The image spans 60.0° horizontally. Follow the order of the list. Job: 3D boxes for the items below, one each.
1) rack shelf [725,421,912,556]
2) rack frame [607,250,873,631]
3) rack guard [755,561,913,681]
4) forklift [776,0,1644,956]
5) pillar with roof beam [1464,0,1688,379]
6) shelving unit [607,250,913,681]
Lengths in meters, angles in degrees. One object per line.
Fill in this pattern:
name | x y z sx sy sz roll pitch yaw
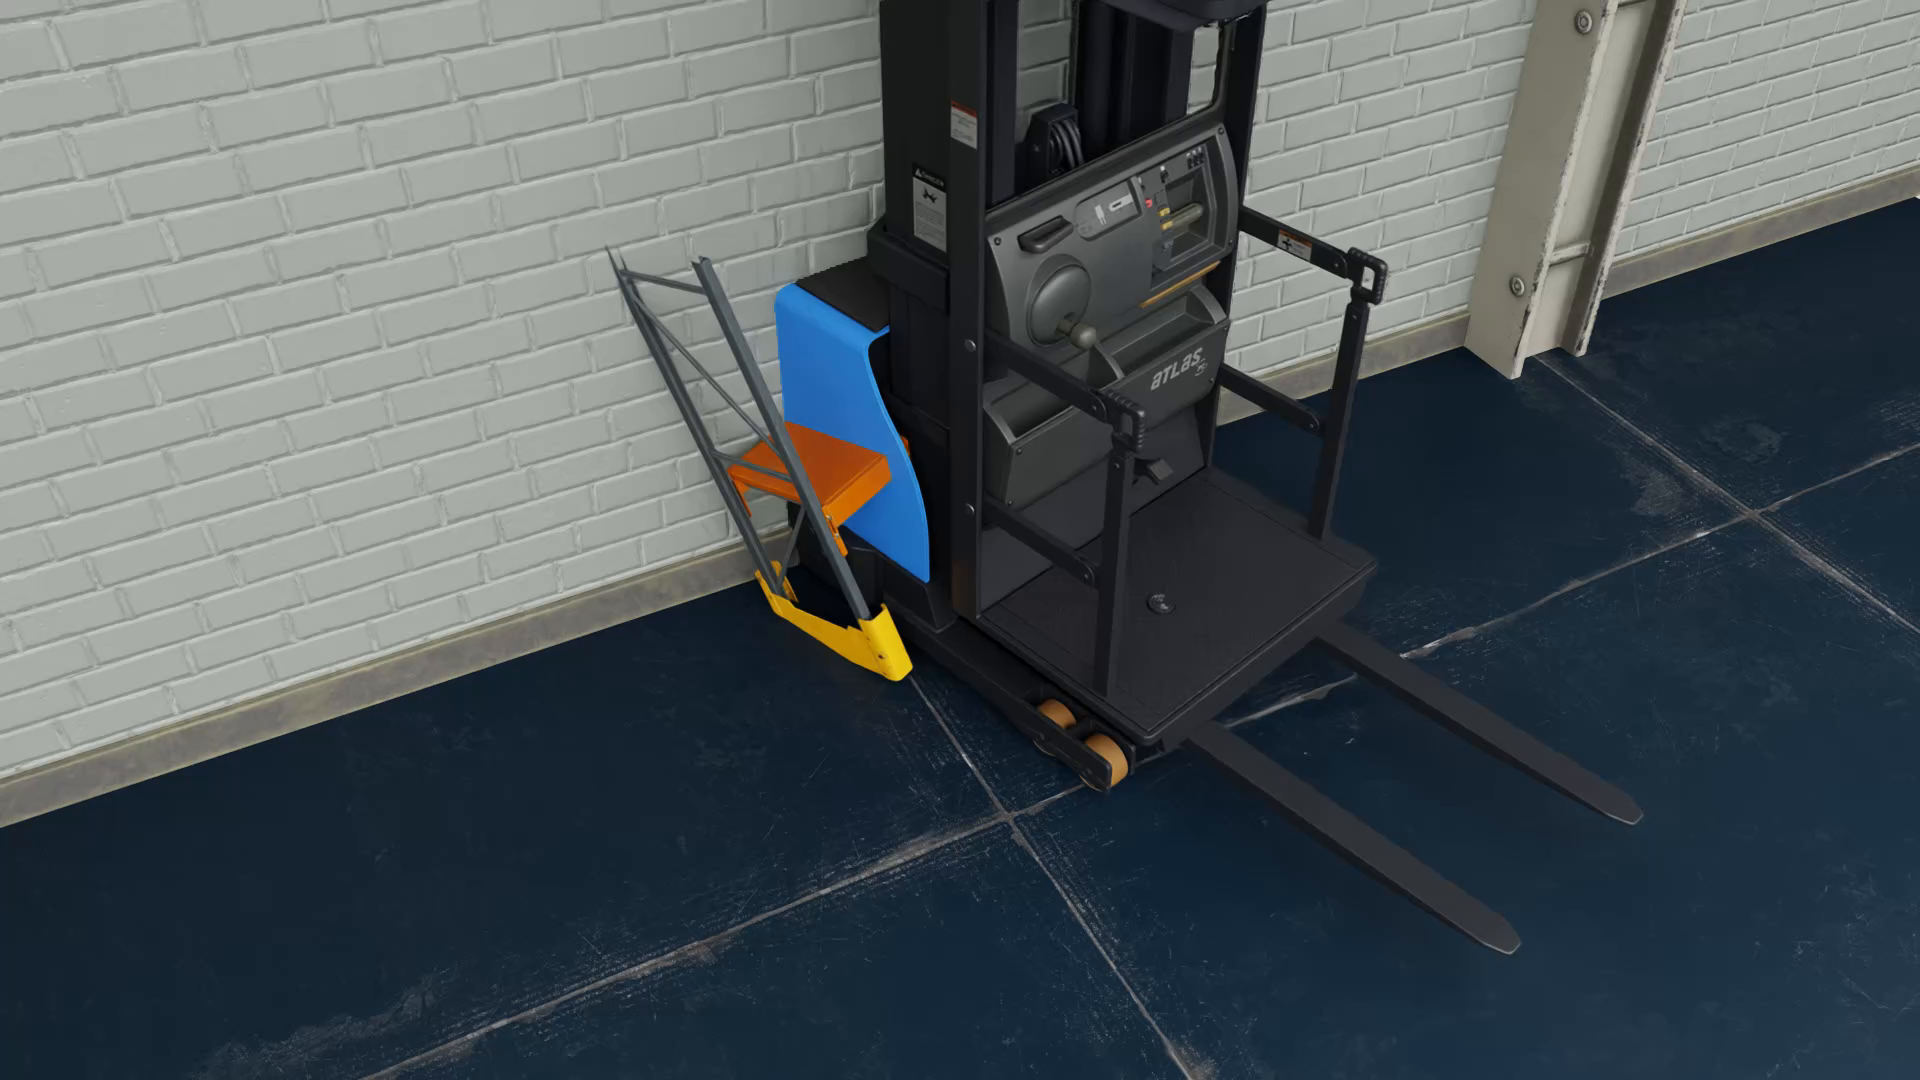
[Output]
rack shelf | -0.220 -0.382 5.255 0.538 0.185 1.000 19 51 43
rack frame | -0.608 -0.213 4.921 0.500 1.500 0.032 19 51 43
rack guard | -0.405 0.252 5.287 0.587 0.250 0.087 19 51 43
forklift | 0.578 -0.763 4.383 1.130 2.935 3.031 -32 49 -32
pillar with roof beam | 4.240 -1.741 0.841 0.400 9.000 9.100 -19 44 -21
shelving unit | -0.269 -0.525 5.157 0.587 1.500 1.083 19 51 43
